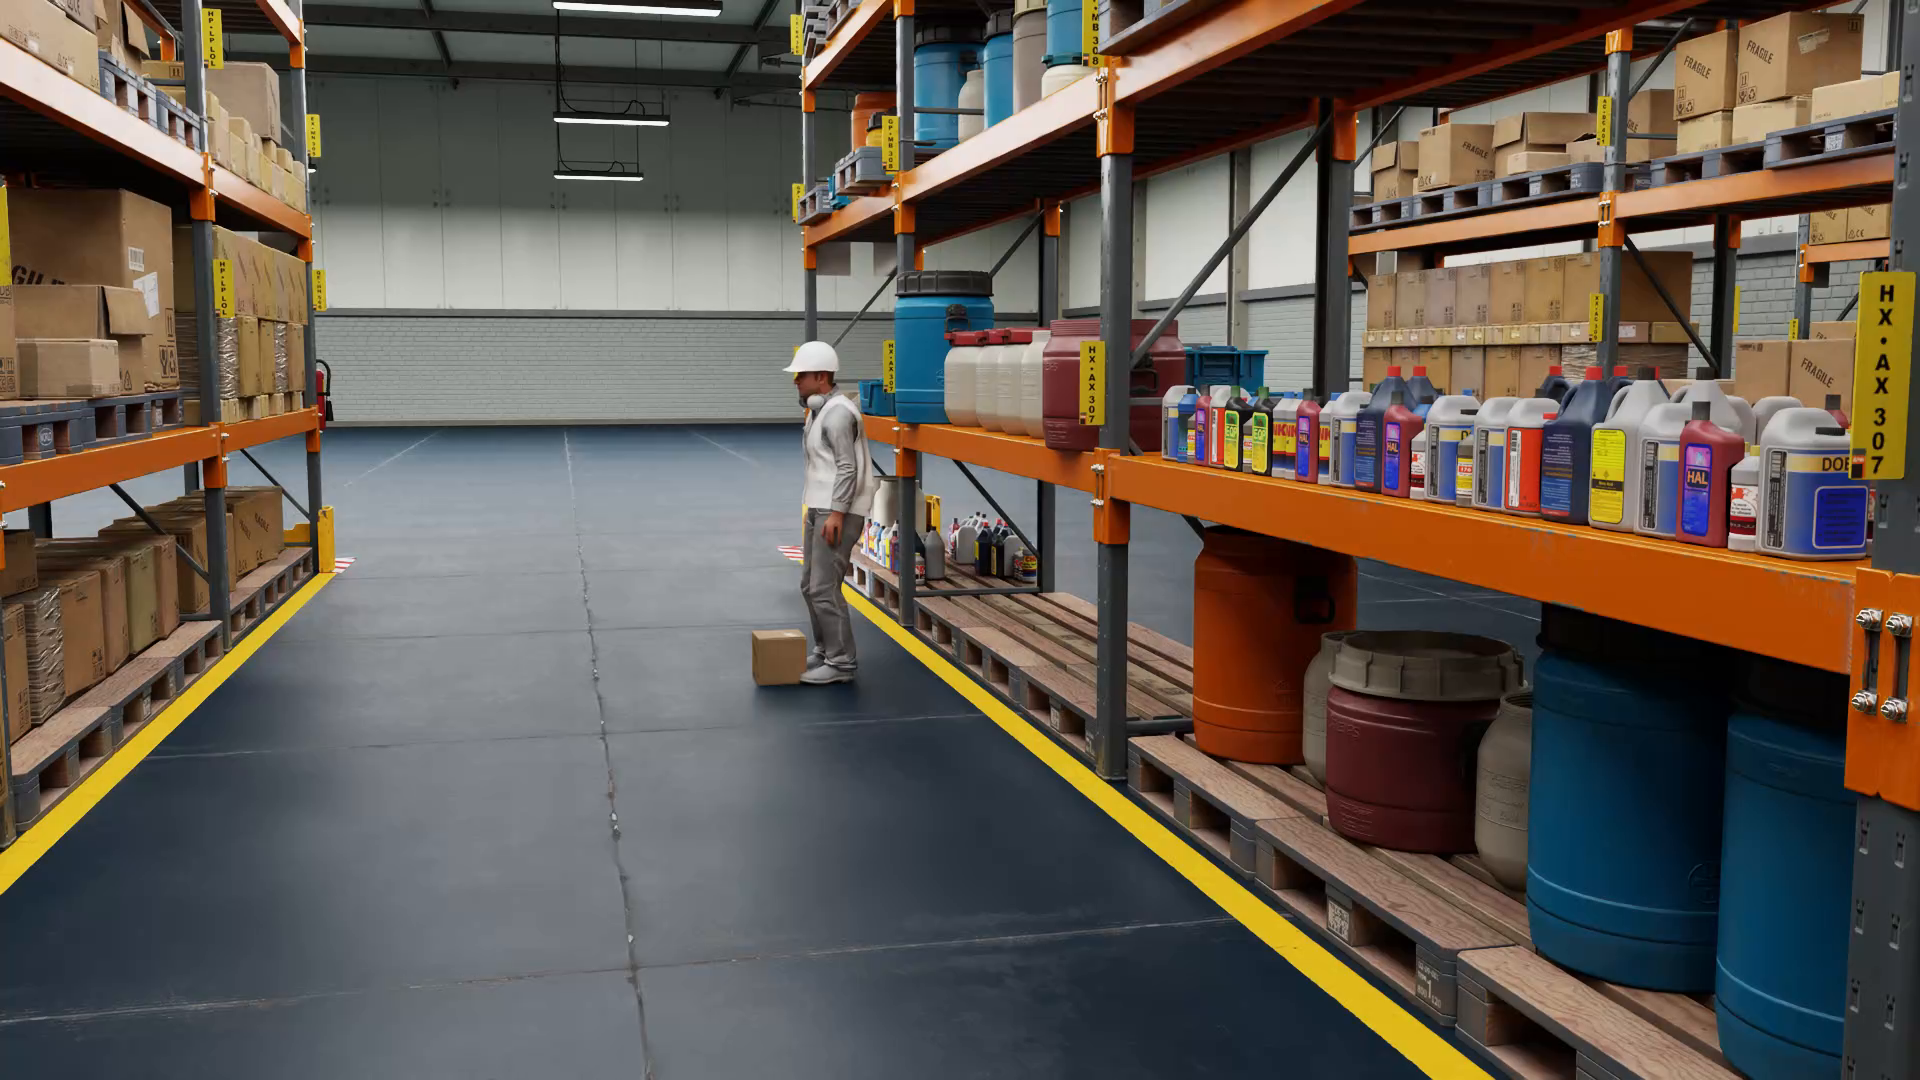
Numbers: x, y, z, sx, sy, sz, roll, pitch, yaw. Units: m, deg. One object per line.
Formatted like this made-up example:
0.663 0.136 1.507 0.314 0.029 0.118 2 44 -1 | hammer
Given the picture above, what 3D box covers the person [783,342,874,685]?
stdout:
-0.694 -0.147 8.712 0.464 1.769 0.582 -2 6 -17 | person
